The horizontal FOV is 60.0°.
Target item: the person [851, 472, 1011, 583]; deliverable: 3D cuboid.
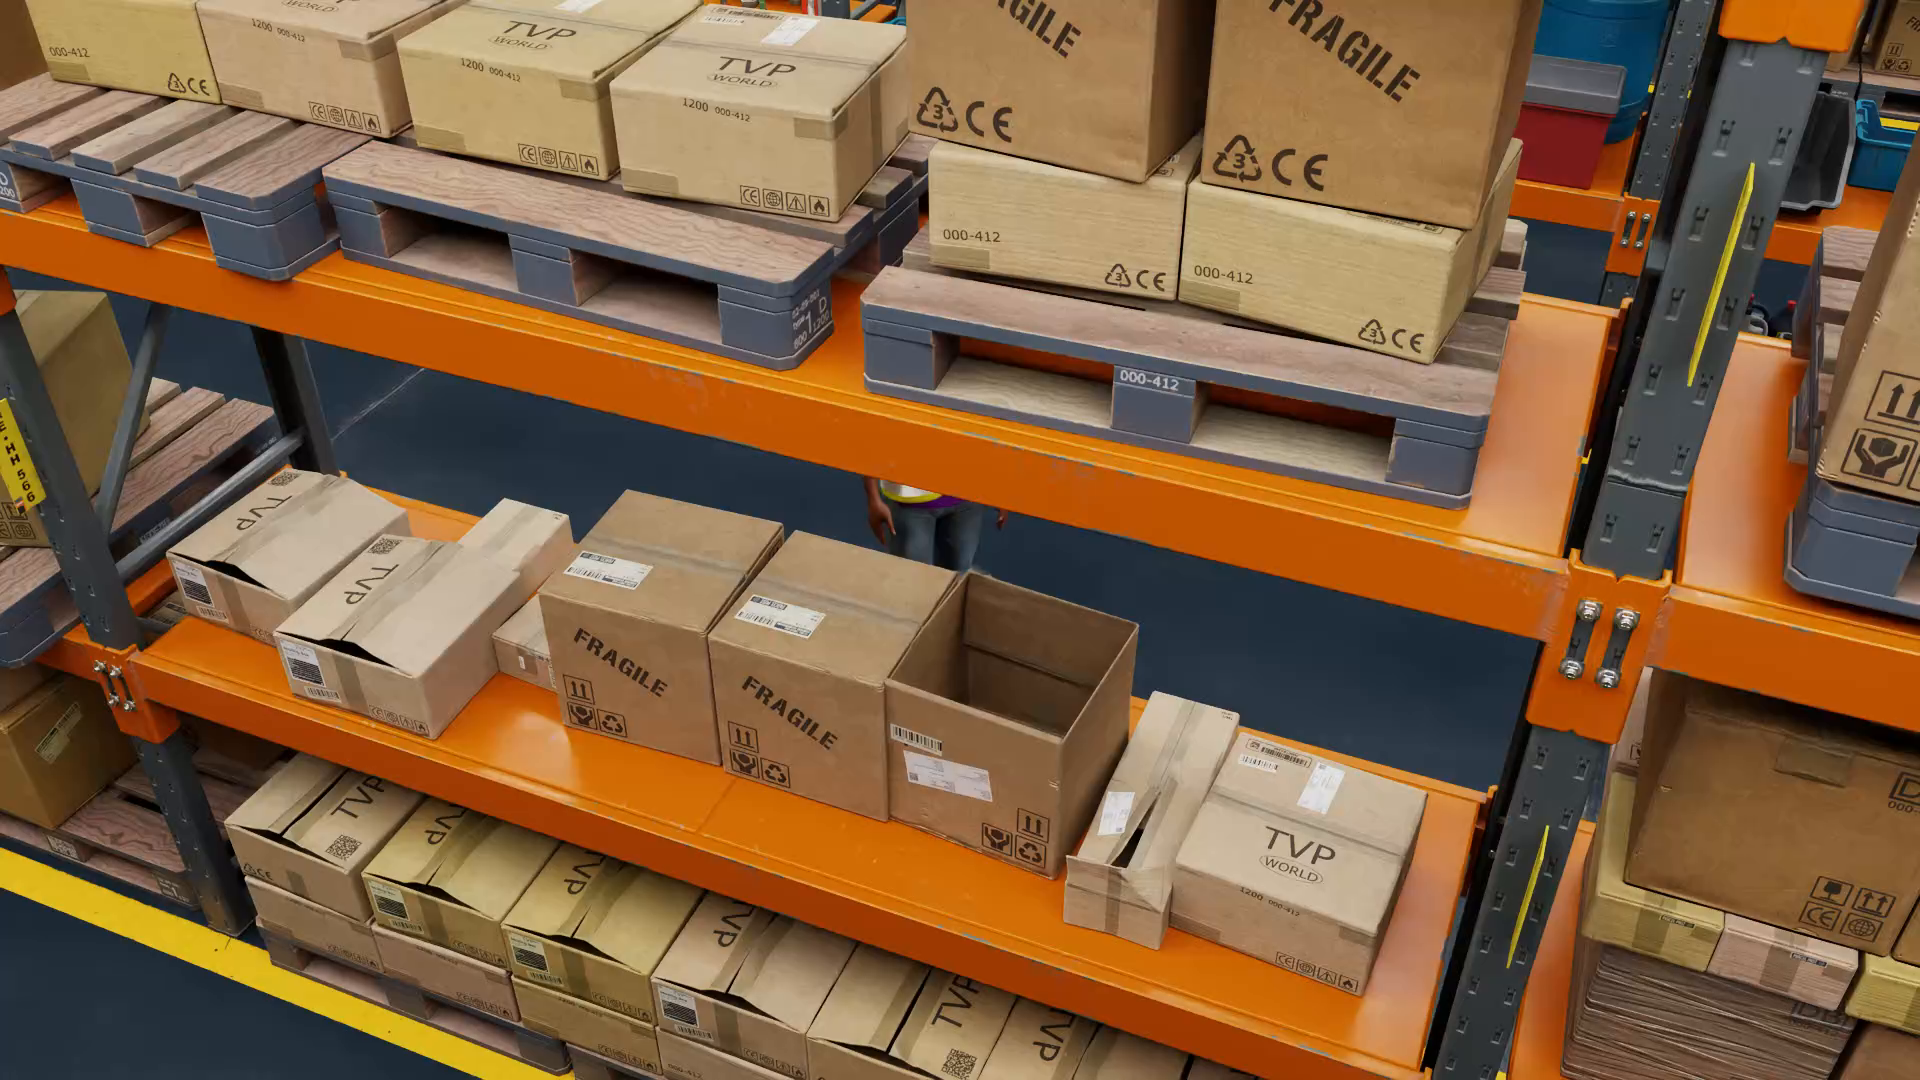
[{"bbox_3d":[-0.071,-0.156,6.322,0.665,1.768,0.574,-12,39,-16],"label":"person"}]
